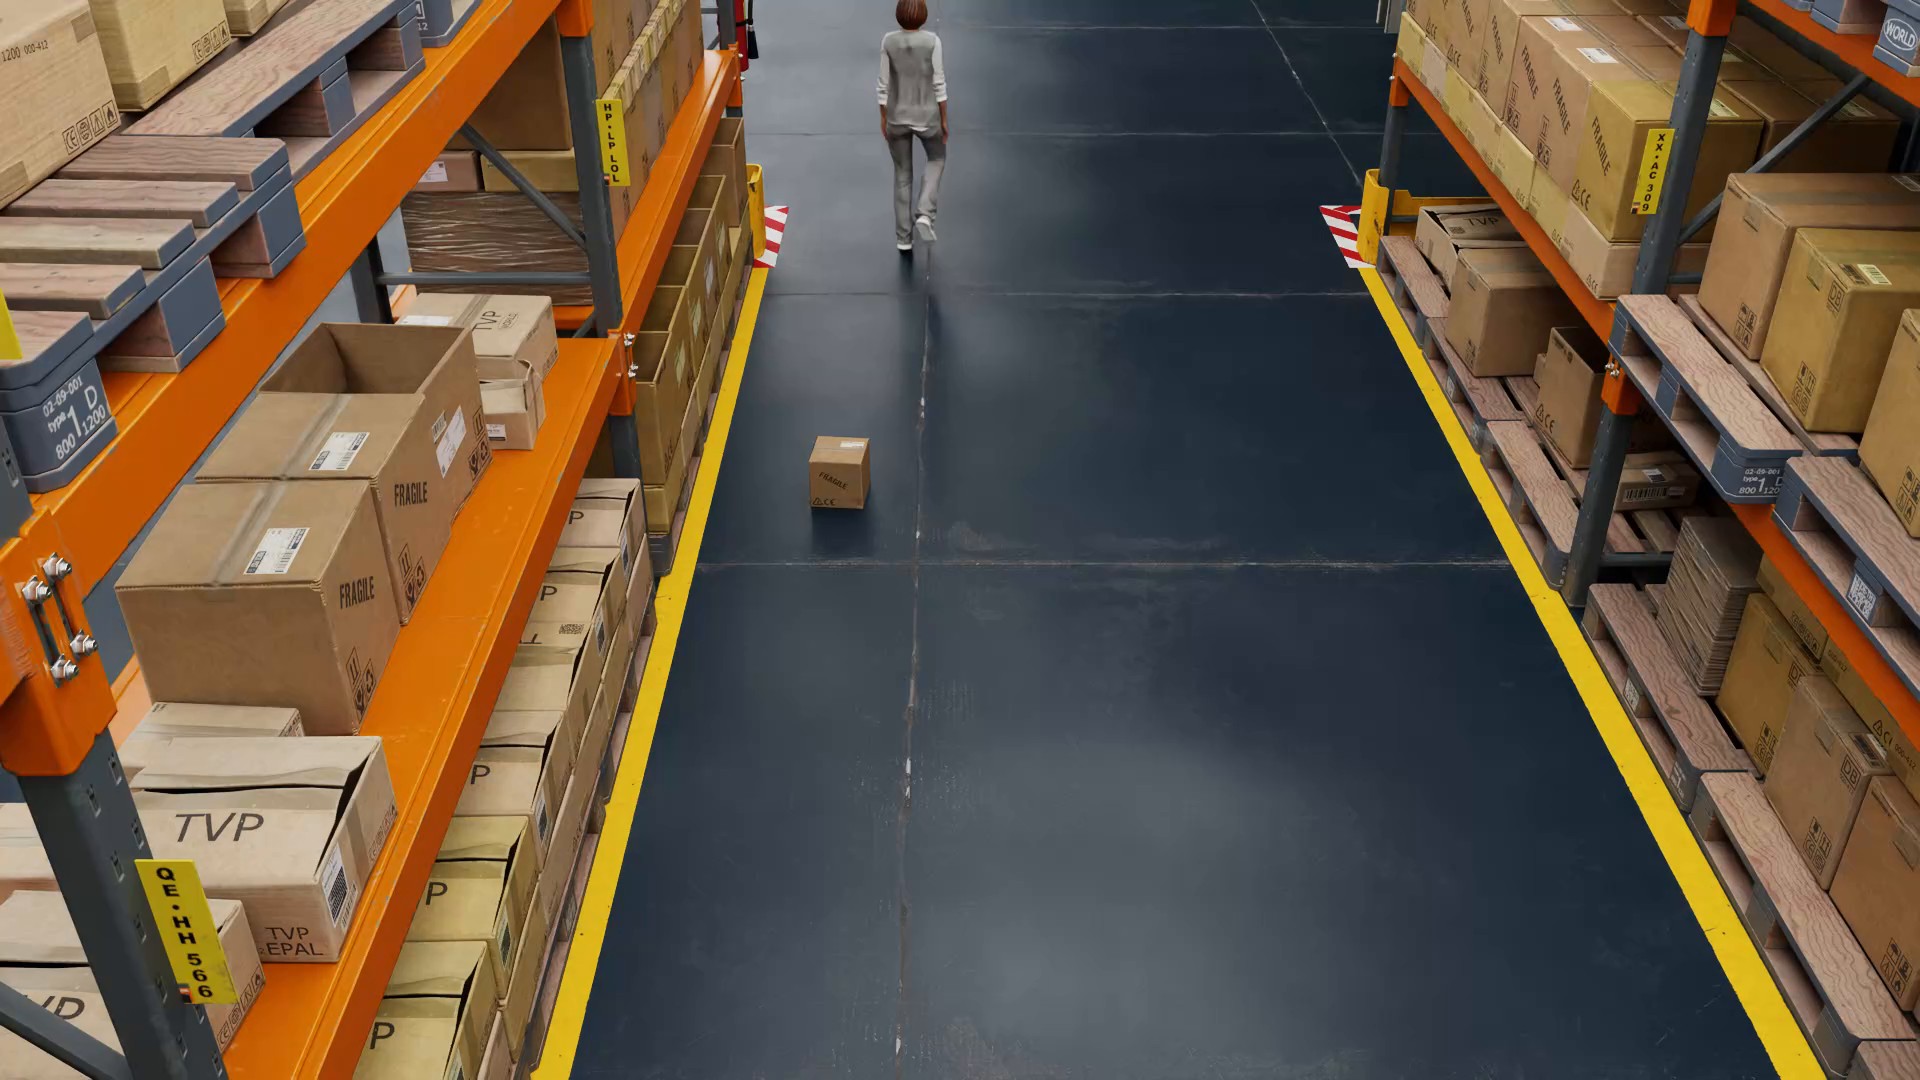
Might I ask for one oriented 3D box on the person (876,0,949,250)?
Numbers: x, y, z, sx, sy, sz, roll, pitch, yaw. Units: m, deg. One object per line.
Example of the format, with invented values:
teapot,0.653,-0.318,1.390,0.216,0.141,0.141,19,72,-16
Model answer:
person,-0.286,-2.578,10.236,0.442,1.595,0.418,2,32,3
